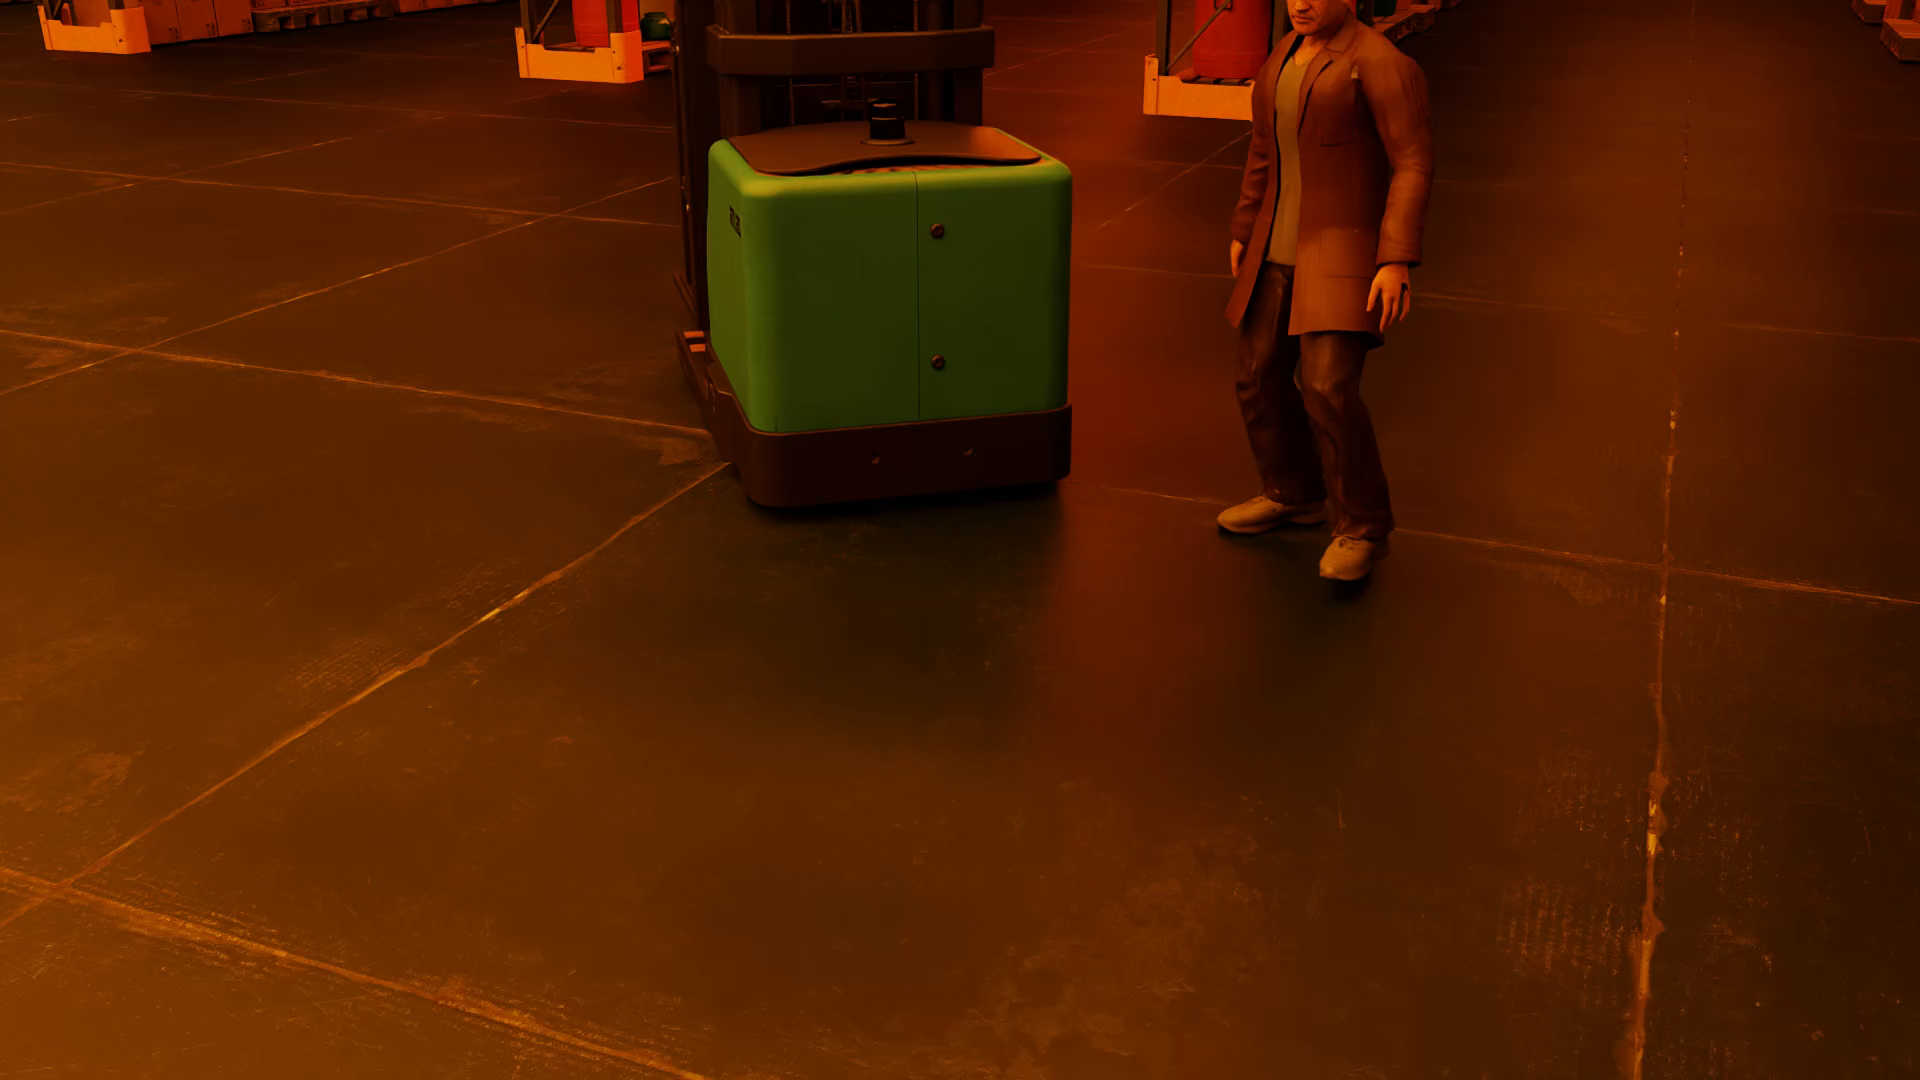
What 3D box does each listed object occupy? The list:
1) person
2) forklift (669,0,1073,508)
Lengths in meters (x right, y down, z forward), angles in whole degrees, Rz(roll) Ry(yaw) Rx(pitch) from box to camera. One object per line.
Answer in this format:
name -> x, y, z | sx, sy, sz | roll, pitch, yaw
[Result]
person -> 1.008, -0.807, 4.756 | 0.440, 1.752, 0.832 | -14, 26, -30
forklift -> -0.521, -1.992, 6.058 | 1.130, 2.935, 3.031 | -6, 23, -14
